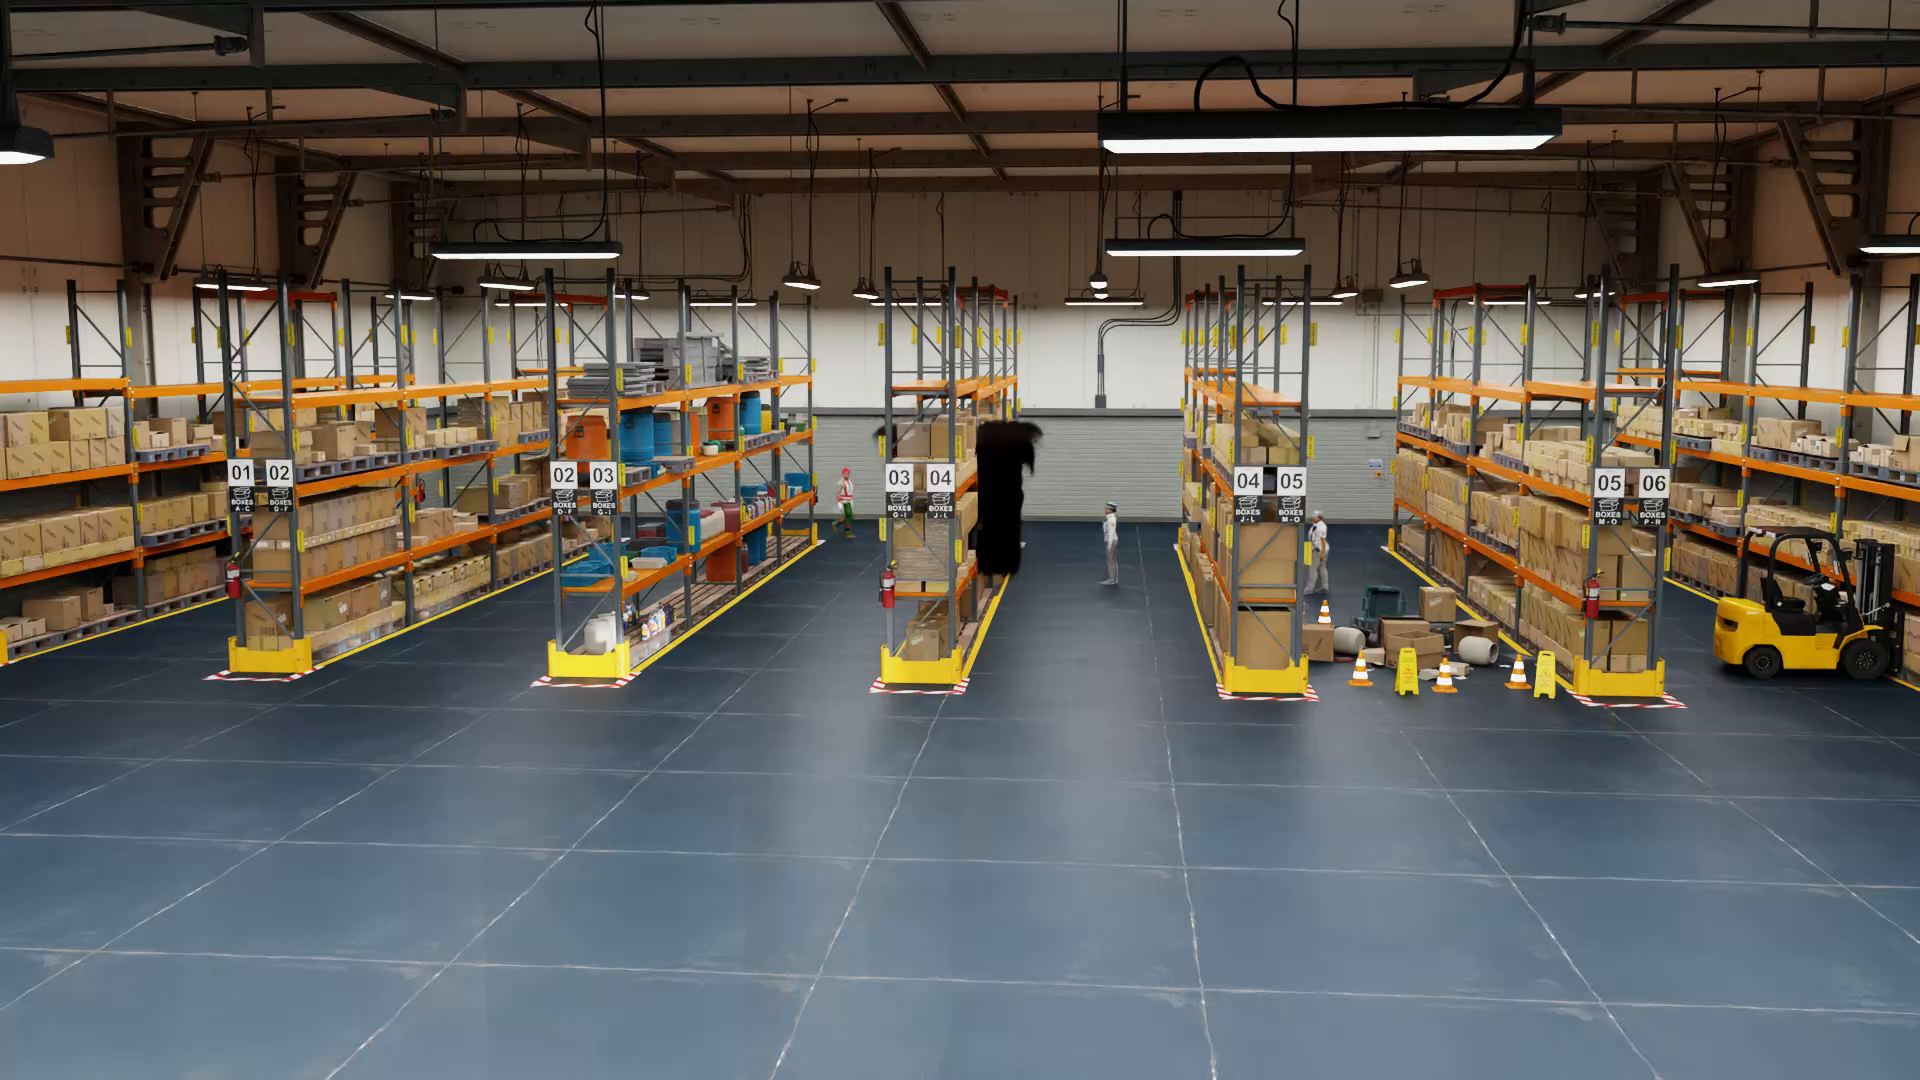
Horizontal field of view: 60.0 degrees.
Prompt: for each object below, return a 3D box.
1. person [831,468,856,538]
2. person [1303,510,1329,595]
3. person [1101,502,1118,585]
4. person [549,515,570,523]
[{"bbox_3d":[-2.915,-0.929,41.491,0.648,1.758,0.582,1,7,7],"label":"person"},{"bbox_3d":[6.953,0.231,32.622,0.584,1.656,0.555,2,7,16],"label":"person"},{"bbox_3d":[3.040,0.067,33.781,0.349,1.694,0.554,0,7,3],"label":"person"},{"bbox_3d":[-10.478,-1.121,43.663,0.728,1.641,0.514,6,9,42],"label":"person"}]
